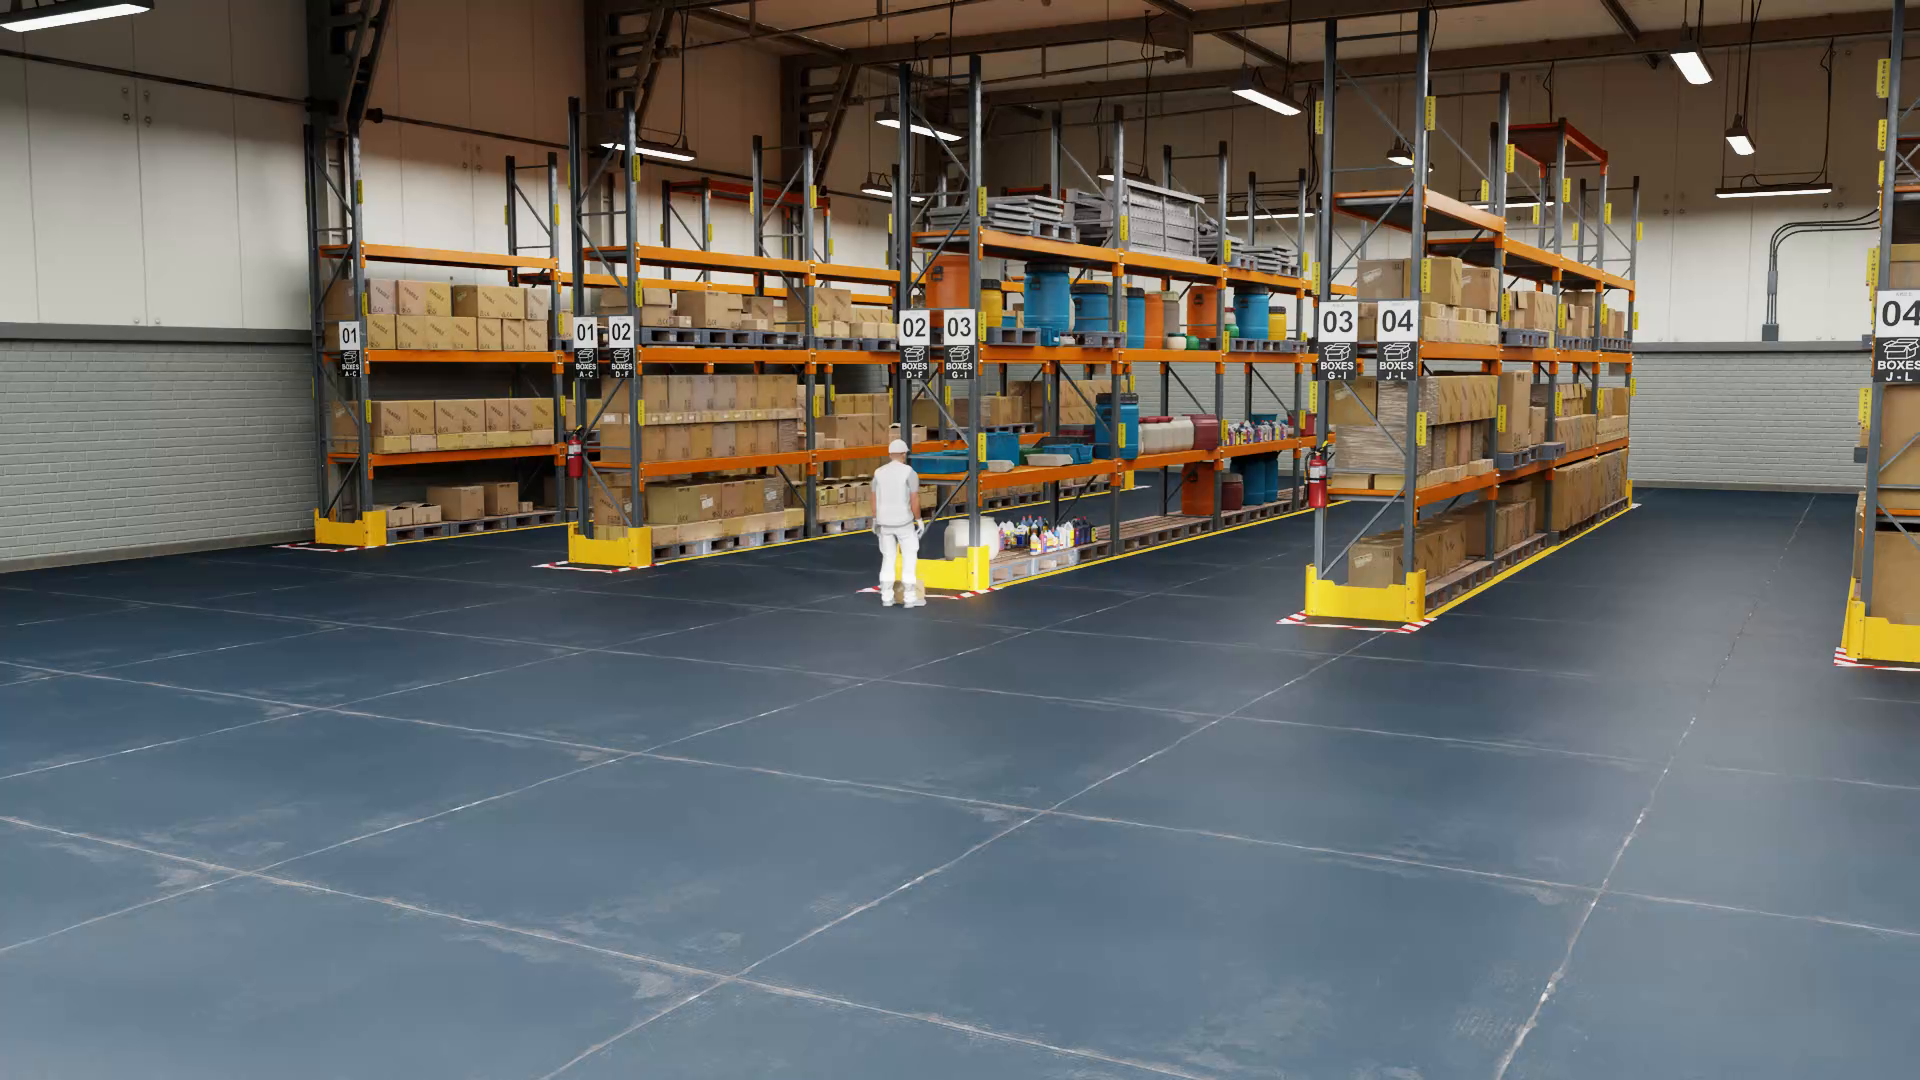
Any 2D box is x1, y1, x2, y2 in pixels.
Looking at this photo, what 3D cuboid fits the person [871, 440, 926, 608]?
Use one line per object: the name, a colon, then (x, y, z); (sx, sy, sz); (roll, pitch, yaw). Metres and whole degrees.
person: (-0.661, -0.179, 17.760); (0.603, 1.777, 0.454); (3, 7, 26)
